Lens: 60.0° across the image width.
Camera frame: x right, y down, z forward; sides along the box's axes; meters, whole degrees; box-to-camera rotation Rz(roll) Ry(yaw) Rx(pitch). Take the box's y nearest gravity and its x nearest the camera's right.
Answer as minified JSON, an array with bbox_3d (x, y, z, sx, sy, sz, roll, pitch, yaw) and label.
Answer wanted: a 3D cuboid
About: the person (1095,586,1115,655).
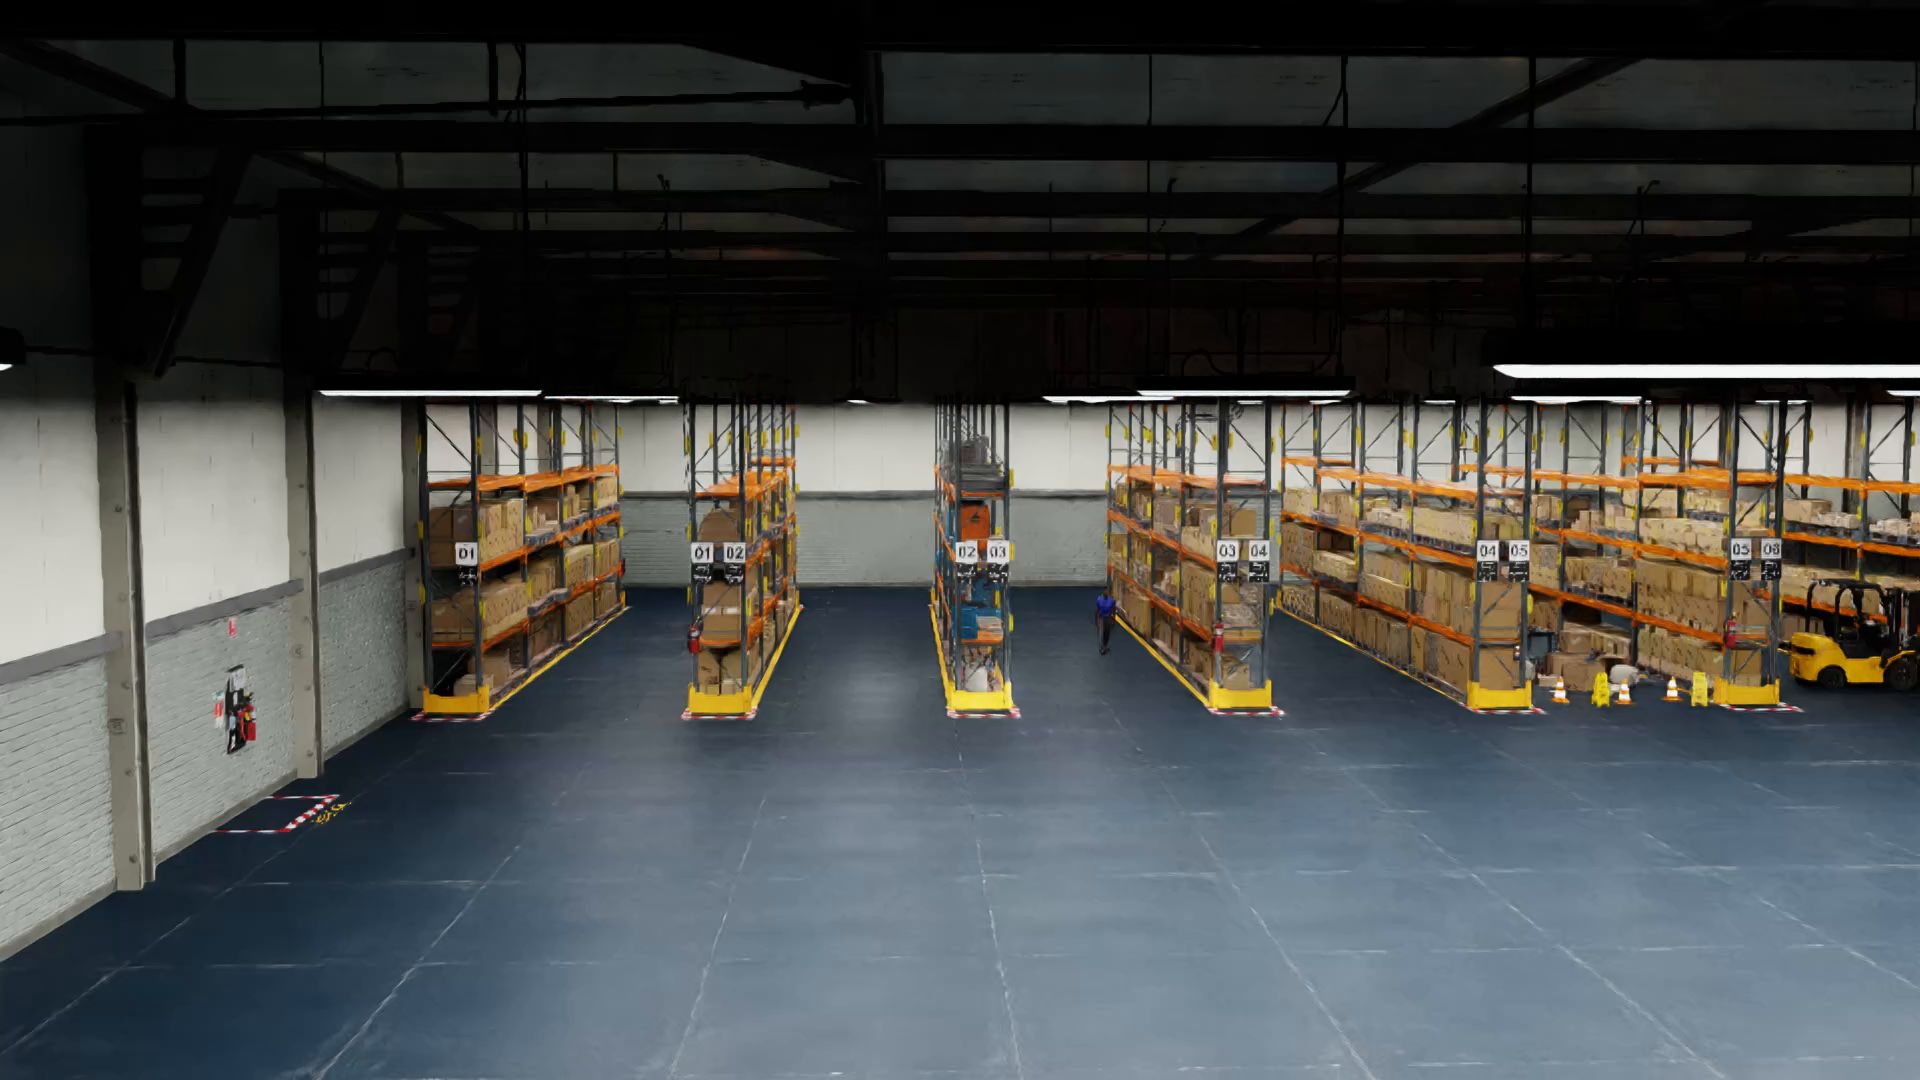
[{"bbox_3d":[3.379,1.834,38.537,0.445,1.574,1.081,0,5,-5],"label":"person"}]

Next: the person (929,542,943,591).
[{"bbox_3d":[-0.644,0.852,51.029,0.471,1.572,0.581,4,6,43],"label":"person"}]
